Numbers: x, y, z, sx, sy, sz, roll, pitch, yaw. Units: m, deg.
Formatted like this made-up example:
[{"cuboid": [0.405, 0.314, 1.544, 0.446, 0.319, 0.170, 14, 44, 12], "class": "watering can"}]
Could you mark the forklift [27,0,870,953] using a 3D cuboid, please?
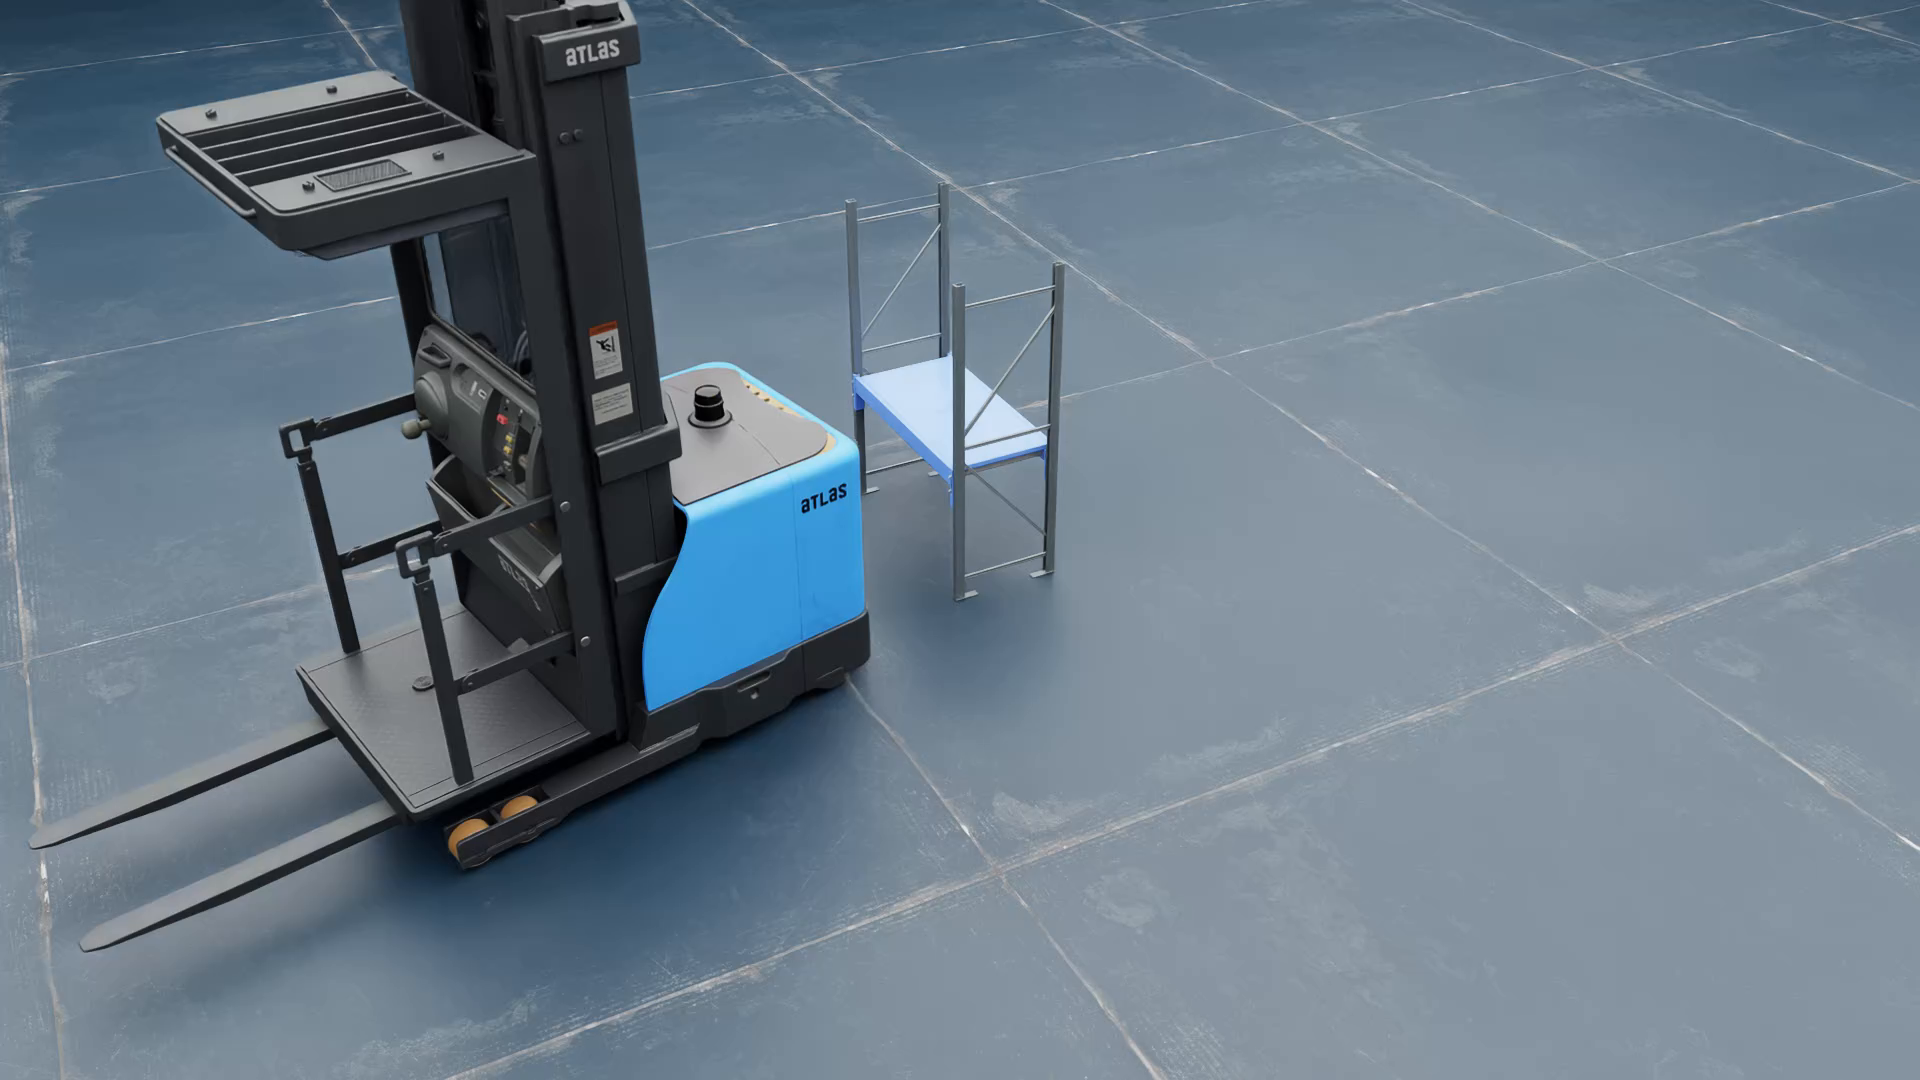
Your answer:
[{"cuboid": [-1.831, -0.392, 5.645, 3.031, 2.935, 1.130, -24, 40, -32], "class": "forklift"}]

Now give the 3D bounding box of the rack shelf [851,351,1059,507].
[{"cuboid": [-0.040, -0.521, 7.506, 0.538, 0.185, 1.000, -16, 36, -23], "class": "rack shelf"}]

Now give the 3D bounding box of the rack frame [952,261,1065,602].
[{"cuboid": [0.197, -0.430, 7.030, 0.500, 1.500, 0.032, -16, 36, -23], "class": "rack frame"}]

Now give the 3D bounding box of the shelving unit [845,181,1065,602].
[{"cuboid": [-0.040, -0.672, 7.409, 0.538, 1.500, 1.048, -16, 36, -23], "class": "shelving unit"}]

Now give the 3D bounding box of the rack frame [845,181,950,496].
[{"cuboid": [-0.277, -0.915, 7.788, 0.500, 1.500, 0.032, -16, 36, -23], "class": "rack frame"}]
